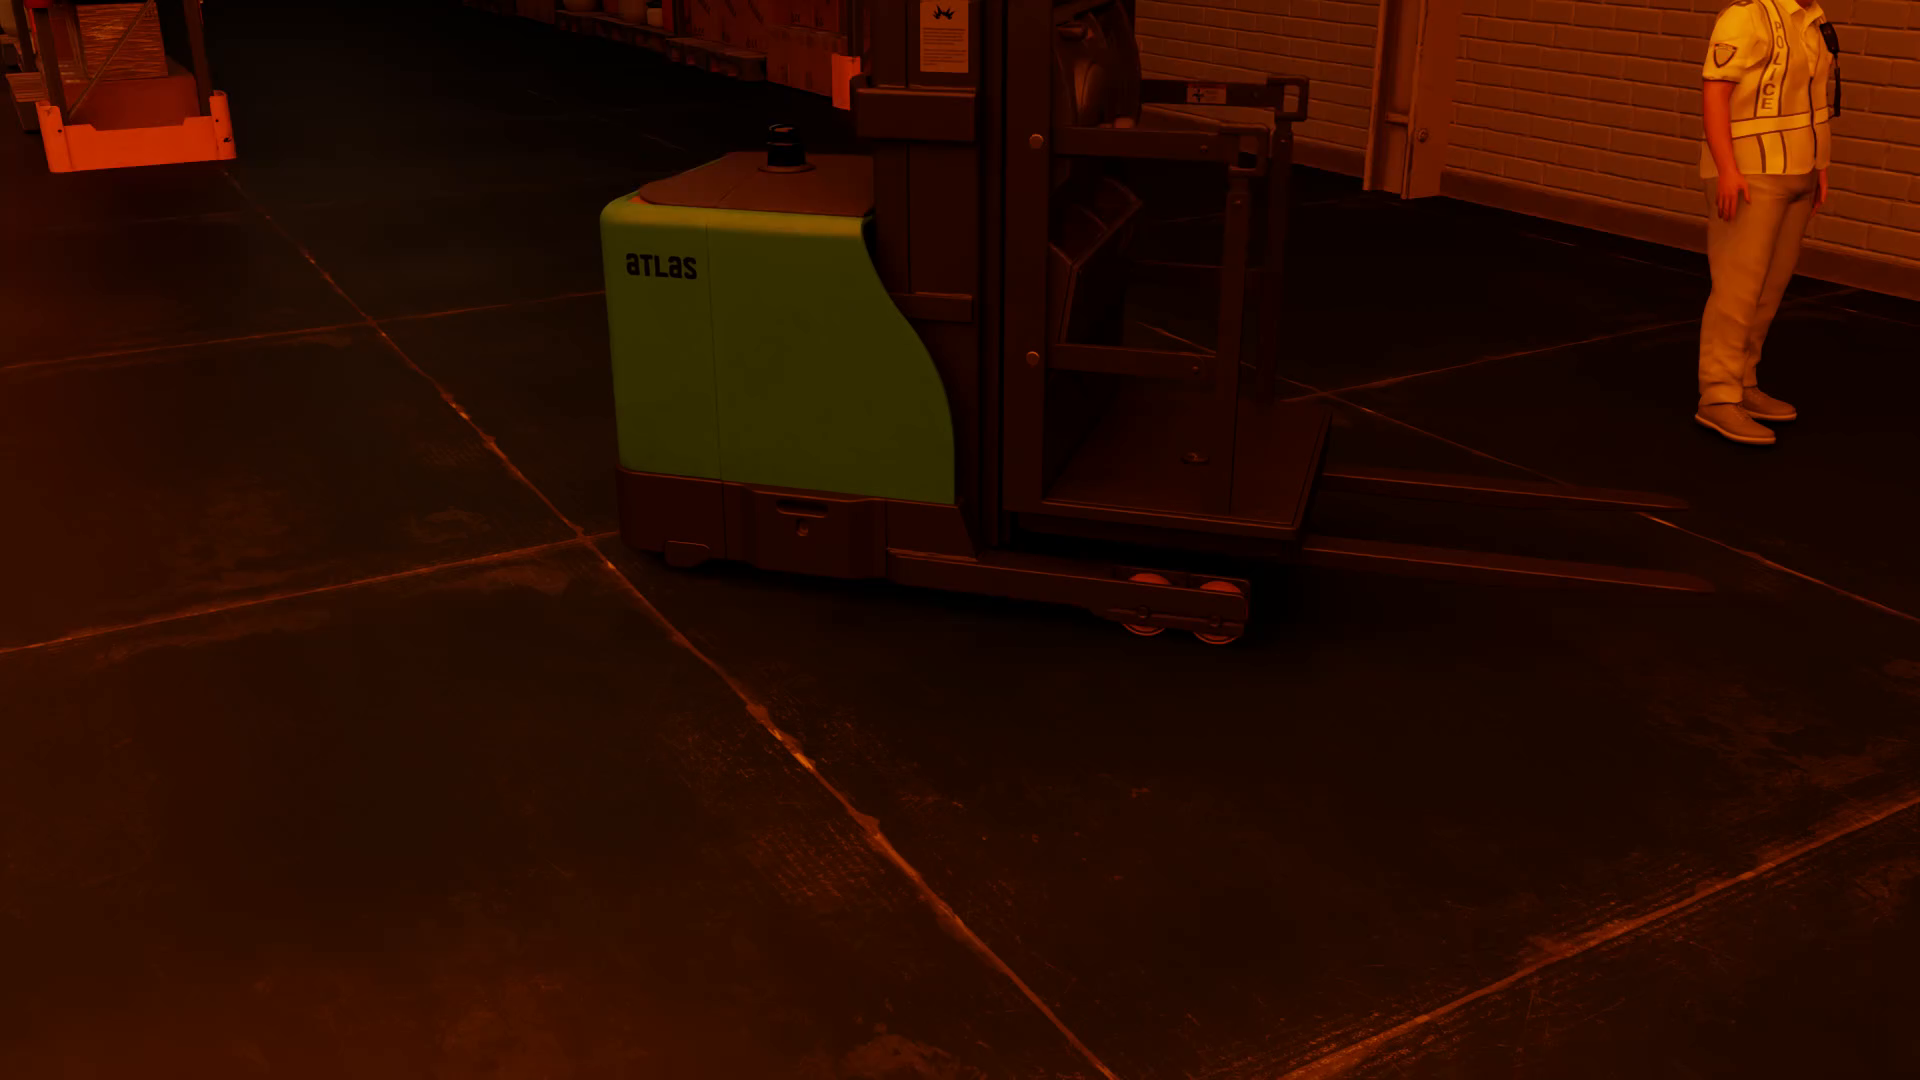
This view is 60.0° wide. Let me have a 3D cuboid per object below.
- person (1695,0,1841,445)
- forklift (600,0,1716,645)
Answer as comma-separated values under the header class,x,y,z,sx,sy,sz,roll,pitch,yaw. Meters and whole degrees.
class,x,y,z,sx,sy,sz,roll,pitch,yaw
person,2.941,-1.296,5.926,0.636,1.781,0.576,-14,26,-31
forklift,0.563,-1.301,4.444,3.031,2.935,1.130,6,23,15
